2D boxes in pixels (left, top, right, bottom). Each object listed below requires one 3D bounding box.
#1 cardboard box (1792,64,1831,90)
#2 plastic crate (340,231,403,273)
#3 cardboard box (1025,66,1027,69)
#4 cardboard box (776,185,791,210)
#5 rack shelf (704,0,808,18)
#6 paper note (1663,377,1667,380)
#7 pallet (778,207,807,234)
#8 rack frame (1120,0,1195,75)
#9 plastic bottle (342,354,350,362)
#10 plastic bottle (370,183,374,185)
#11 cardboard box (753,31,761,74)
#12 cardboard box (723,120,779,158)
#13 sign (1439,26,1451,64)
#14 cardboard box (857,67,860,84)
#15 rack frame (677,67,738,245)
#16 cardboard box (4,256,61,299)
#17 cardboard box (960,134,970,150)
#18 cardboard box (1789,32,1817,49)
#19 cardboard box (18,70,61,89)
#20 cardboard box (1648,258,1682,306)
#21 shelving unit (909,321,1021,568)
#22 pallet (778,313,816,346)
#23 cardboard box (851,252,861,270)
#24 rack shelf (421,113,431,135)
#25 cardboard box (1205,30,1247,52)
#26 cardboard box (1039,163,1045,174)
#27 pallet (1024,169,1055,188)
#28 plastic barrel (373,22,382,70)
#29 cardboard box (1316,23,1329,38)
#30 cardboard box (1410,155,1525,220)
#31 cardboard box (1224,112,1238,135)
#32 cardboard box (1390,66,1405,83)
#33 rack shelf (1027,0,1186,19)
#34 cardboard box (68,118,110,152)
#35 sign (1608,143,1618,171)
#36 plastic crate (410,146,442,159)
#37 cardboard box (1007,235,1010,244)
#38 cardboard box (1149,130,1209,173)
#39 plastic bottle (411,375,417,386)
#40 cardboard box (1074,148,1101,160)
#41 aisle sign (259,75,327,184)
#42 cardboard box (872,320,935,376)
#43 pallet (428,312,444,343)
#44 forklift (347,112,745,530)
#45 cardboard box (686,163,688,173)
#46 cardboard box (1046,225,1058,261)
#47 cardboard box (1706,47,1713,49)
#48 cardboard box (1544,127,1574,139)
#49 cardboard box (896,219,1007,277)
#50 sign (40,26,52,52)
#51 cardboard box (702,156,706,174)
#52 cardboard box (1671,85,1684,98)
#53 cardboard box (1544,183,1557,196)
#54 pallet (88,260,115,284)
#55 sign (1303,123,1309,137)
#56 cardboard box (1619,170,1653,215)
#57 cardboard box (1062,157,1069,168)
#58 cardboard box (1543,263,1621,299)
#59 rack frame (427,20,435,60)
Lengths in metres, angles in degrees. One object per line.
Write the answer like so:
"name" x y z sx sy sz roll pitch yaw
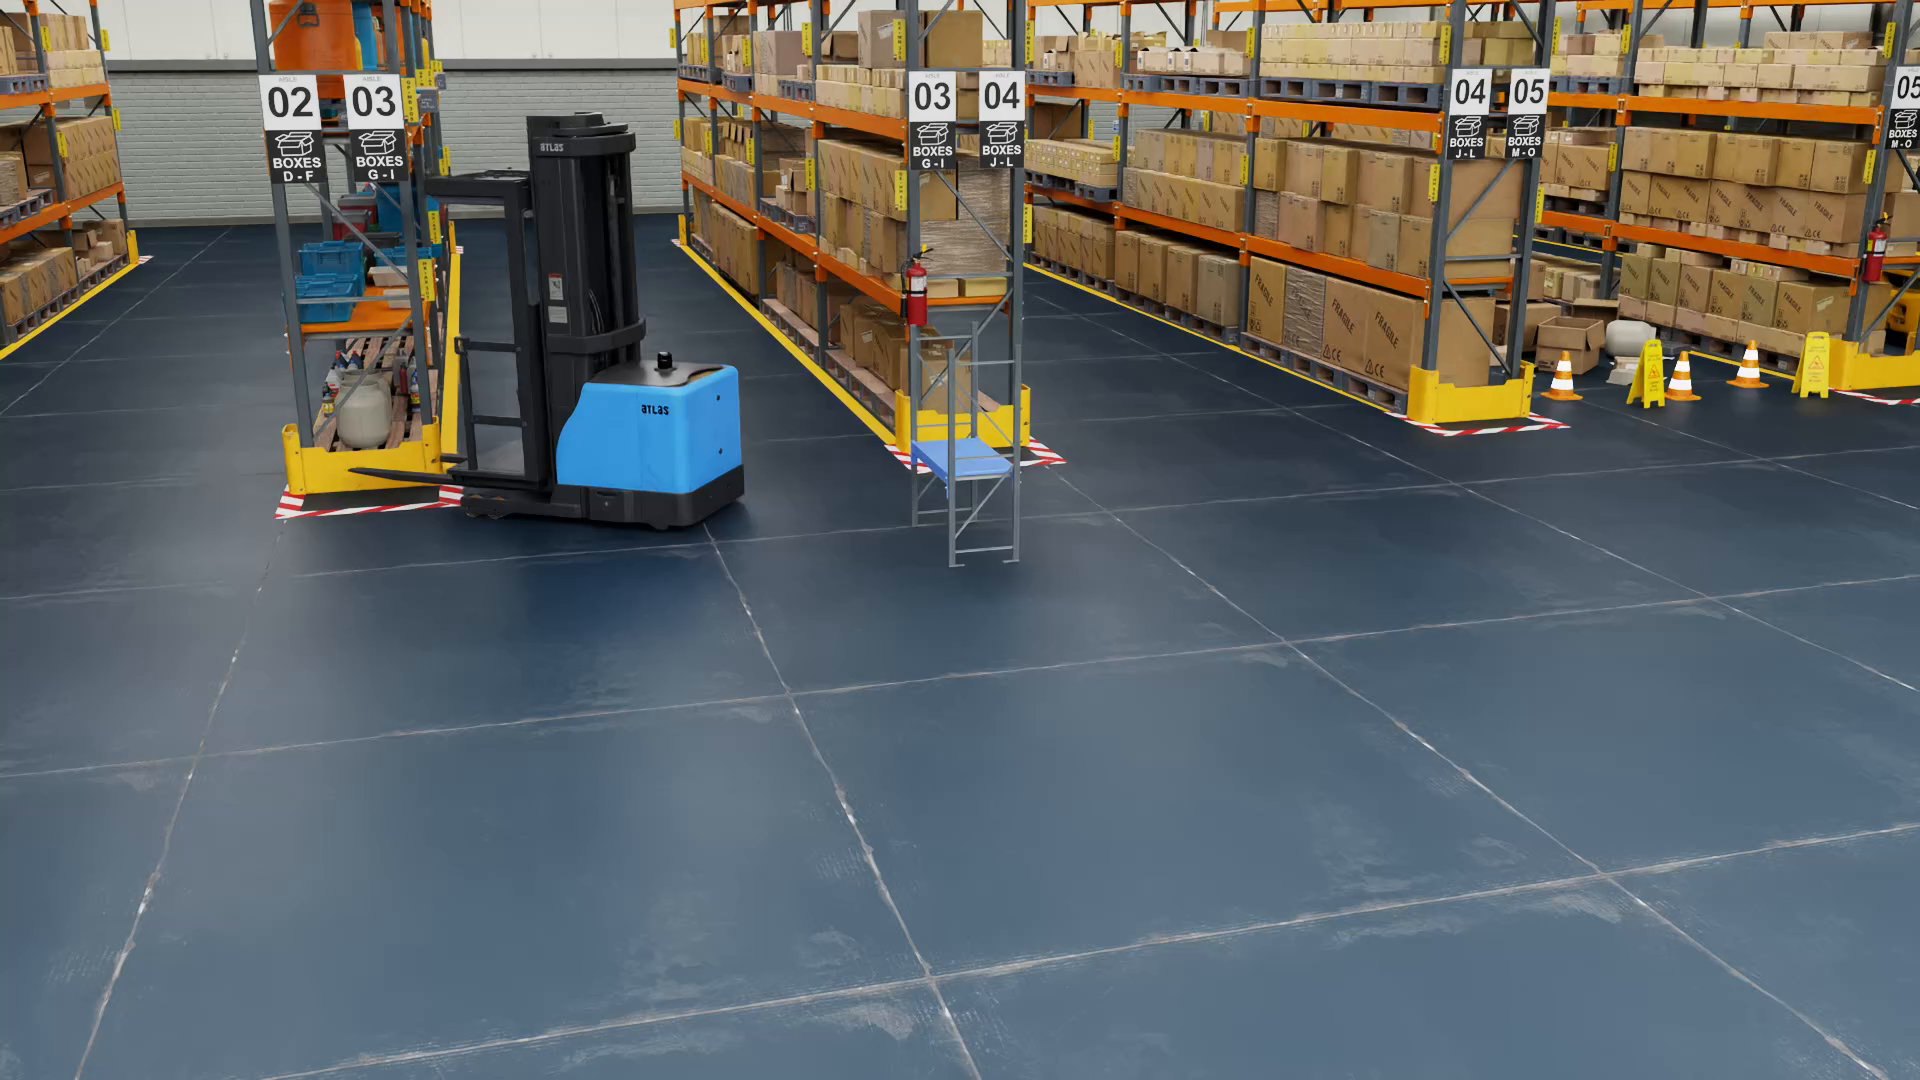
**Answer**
"cardboard box" 9.050 -4.808 17.273 0.500 0.250 0.500 -5 17 -16
"plastic crate" -5.794 -2.787 16.123 0.767 0.338 0.504 -5 17 -15
"cardboard box" 1.150 -7.419 26.484 0.500 0.250 0.500 -4 17 -14
"cardboard box" -1.914 -4.117 19.974 0.500 0.250 0.500 -5 17 -17
"rack shelf" -2.703 -7.360 22.757 1.077 0.370 4.000 -5 17 -15
"paper note" 7.400 -1.722 17.632 0.148 0.019 0.142 -12 20 -34
"pallet" -1.570 -3.833 19.832 1.003 0.211 1.213 -5 17 -15
"rack frame" 2.644 -7.707 21.966 1.000 3.000 0.127 -5 17 -15
"plastic bottle" -6.035 -1.668 16.259 0.152 0.276 0.135 -4 17 -13
"plastic bottle" -7.999 -4.711 22.635 0.152 0.276 0.135 -5 17 -15
"cardboard box" -2.271 -6.043 20.599 0.500 0.500 0.500 -5 17 -15
"cardboard box" -3.069 -5.928 24.556 0.797 0.503 0.637 -5 17 -17
"sign" 4.317 -4.404 14.785 0.100 0.325 0.005 -5 17 -15
"cardboard box" -0.763 -4.378 15.667 0.380 0.149 0.250 -4 17 -14
"rack frame" -4.352 -6.682 28.984 1.000 3.000 0.127 -5 17 -15
"cardboard box" -12.102 -3.417 21.694 0.500 0.500 0.500 -4 17 -15
"cardboard box" 0.303 -7.091 29.653 0.500 0.500 0.500 -4 17 -13
"cardboard box" 12.346 -7.029 23.845 0.700 0.500 0.500 -5 17 -16
"cardboard box" -12.674 -6.312 22.799 0.500 0.250 0.500 -5 17 -15
"cardboard box" 8.536 -3.058 19.665 0.500 0.500 0.500 -4 17 -13
"shelving unit" 0.023 -0.695 11.658 0.538 1.500 1.048 -5 17 -15
"pallet" -1.608 -2.581 20.177 1.003 0.211 1.213 -5 17 -15
"cardboard box" -0.859 -2.746 16.315 0.380 0.149 0.250 -5 17 -15
"rack shelf" -6.366 -4.617 18.144 1.077 0.370 4.000 -5 17 -15
"cardboard box" 3.391 -6.108 20.782 0.500 0.500 0.500 -5 17 -15
"cardboard box" 1.425 -5.660 25.288 0.380 0.149 0.250 -5 17 -15
"pallet" 1.615 -5.625 25.798 1.003 0.211 1.213 -5 17 -15
"plastic barrel" -6.719 -5.295 18.404 0.600 0.830 0.708 -5 17 -15
"cardboard box" 3.867 -5.195 16.965 0.380 0.149 0.250 -5 17 -15
"cardboard box" 4.777 -3.315 15.637 0.875 0.550 0.550 -5 17 -15
"cardboard box" 5.184 -7.695 30.443 0.500 0.500 0.500 -5 17 -17
"cardboard box" 4.285 -4.392 15.678 0.380 0.149 0.250 -4 17 -14
"rack shelf" 2.094 -7.724 23.969 1.077 0.370 4.000 -5 17 -15
"cardboard box" -13.351 -6.186 25.419 0.500 0.500 0.500 -4 17 -14
"sign" 7.942 -4.656 20.226 0.100 0.325 0.005 -5 17 -15
"plastic crate" -8.842 -6.258 27.407 0.616 0.435 0.499 -5 17 -15
"cardboard box" 0.983 -5.004 27.621 0.380 0.149 0.250 -5 18 -17
"cardboard box" 2.898 -5.096 21.790 0.700 0.500 0.500 -5 17 -16
"plastic bottle" -5.010 -1.390 15.343 0.097 0.271 0.097 0 17 0
"cardboard box" 1.852 -5.514 23.768 0.380 0.149 0.250 -4 17 -14
"aisle sign" -4.983 -3.067 12.428 0.394 0.787 0.004 -5 17 -15
"cardboard box" -0.572 -1.930 16.777 0.500 0.500 0.500 -6 18 -20
"pallet" -6.740 -2.525 19.991 1.003 0.211 1.213 -5 17 -15
"forklift" -3.247 -1.699 12.514 3.031 2.935 1.130 5 17 16
"cardboard box" -4.429 -6.296 28.135 0.380 0.149 0.250 -5 17 -17
"cardboard box" 1.639 -4.572 25.575 0.500 0.500 0.500 -4 17 -13
"cardboard box" 11.676 -7.567 25.765 0.380 0.149 0.250 -5 18 -17
"cardboard box" 8.096 -5.525 22.582 0.380 0.149 0.250 -6 18 -18
"cardboard box" -0.079 -2.601 14.707 0.875 0.500 0.500 -5 17 -15
"sign" -12.246 -6.711 22.283 0.100 0.325 0.005 -5 17 -15
"cardboard box" -3.771 -5.891 26.092 0.500 0.250 0.500 -4 17 -14
"cardboard box" 8.517 -5.220 19.340 0.380 0.149 0.250 -5 17 -15
"cardboard box" 7.833 -4.561 21.628 0.380 0.149 0.250 -5 17 -15
"pallet" -13.305 -3.986 24.856 1.003 0.211 1.213 -5 17 -15
"sign" 5.743 -6.768 27.625 0.100 0.325 0.005 -5 17 -15
"cardboard box" 8.328 -4.193 20.006 0.500 0.500 0.500 -5 17 -15
"cardboard box" 1.714 -5.514 24.285 0.380 0.149 0.250 -4 17 -14
"cardboard box" 8.127 -3.433 22.003 0.950 0.372 0.625 -4 17 -12
"rack frame" -9.114 -9.164 26.817 1.000 3.000 0.127 -5 17 -15
